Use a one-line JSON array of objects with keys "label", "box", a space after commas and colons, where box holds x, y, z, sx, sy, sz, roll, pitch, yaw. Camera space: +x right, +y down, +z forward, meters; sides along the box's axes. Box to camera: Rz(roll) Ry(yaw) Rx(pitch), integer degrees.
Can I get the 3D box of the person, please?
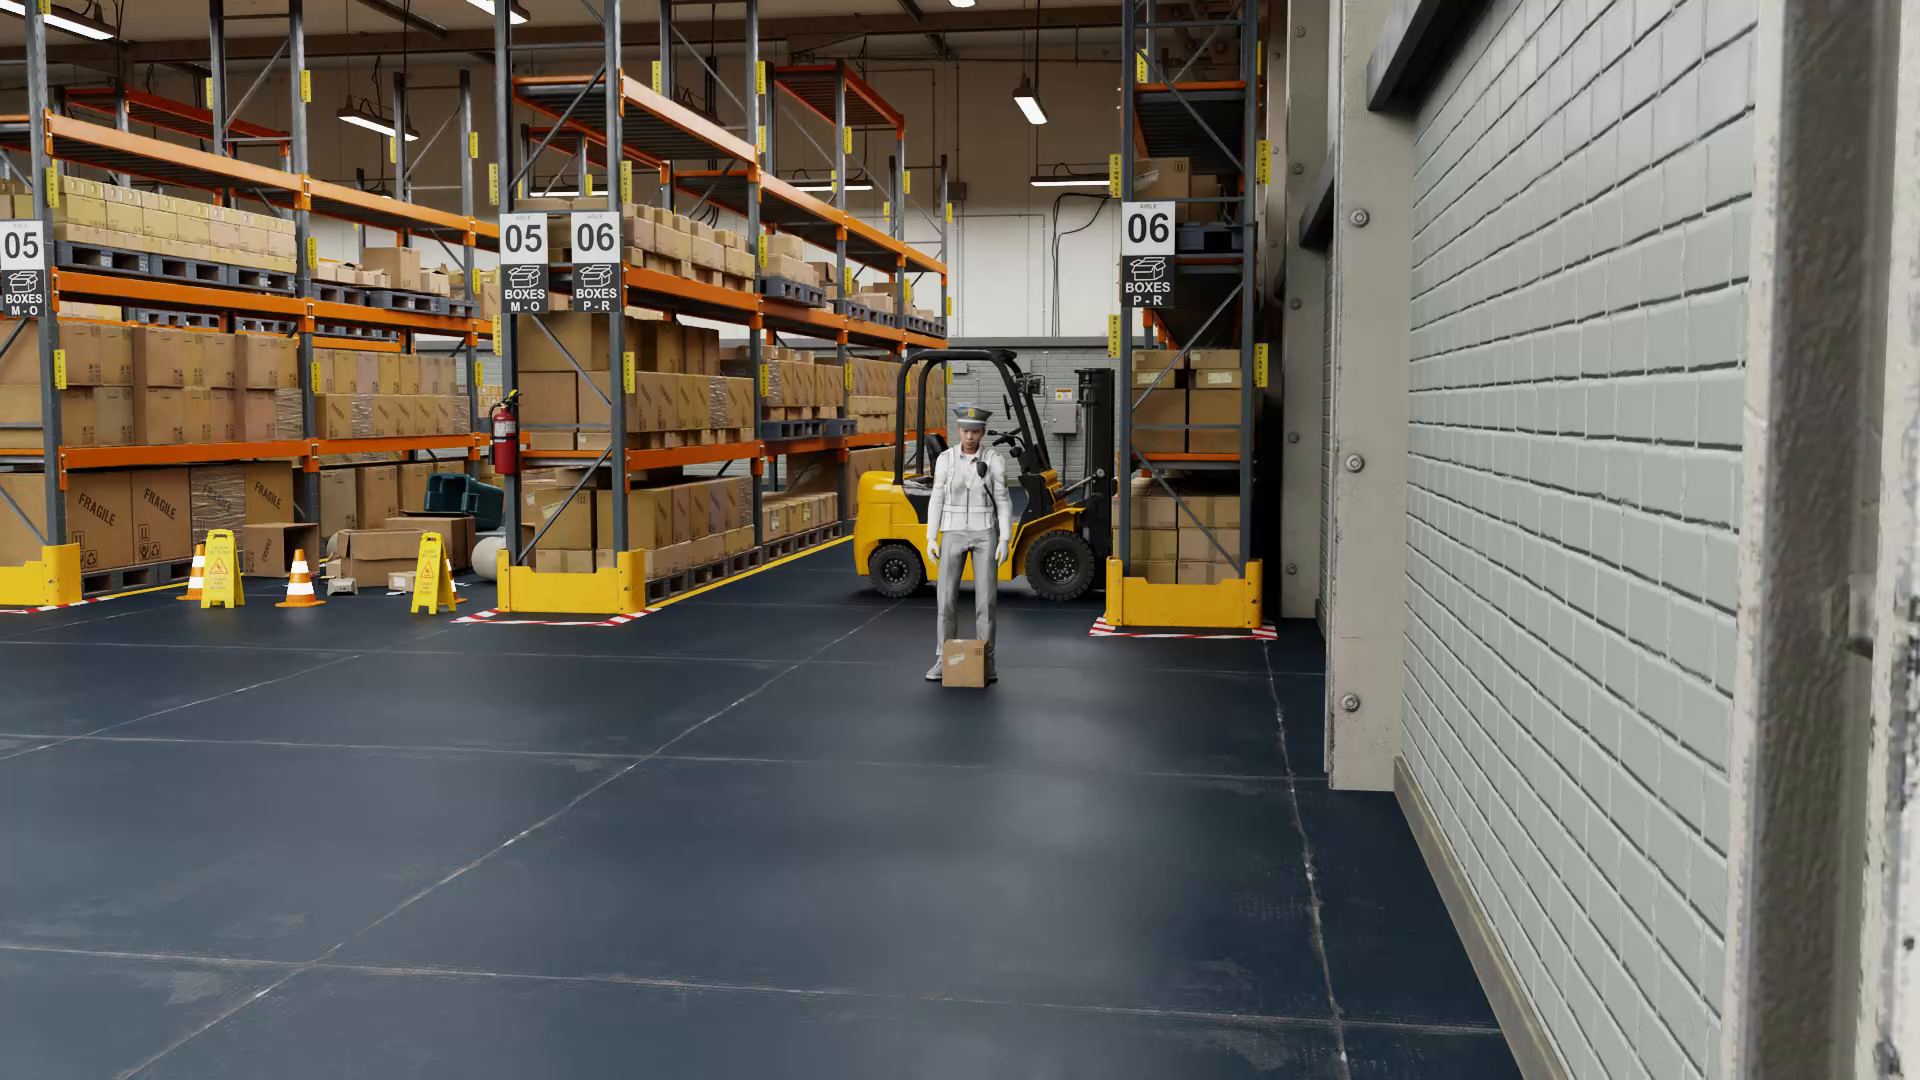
[{"label": "person", "box": [0.057, 0.016, 10.176, 0.528, 1.663, 0.372, 1, 5, 7]}]
